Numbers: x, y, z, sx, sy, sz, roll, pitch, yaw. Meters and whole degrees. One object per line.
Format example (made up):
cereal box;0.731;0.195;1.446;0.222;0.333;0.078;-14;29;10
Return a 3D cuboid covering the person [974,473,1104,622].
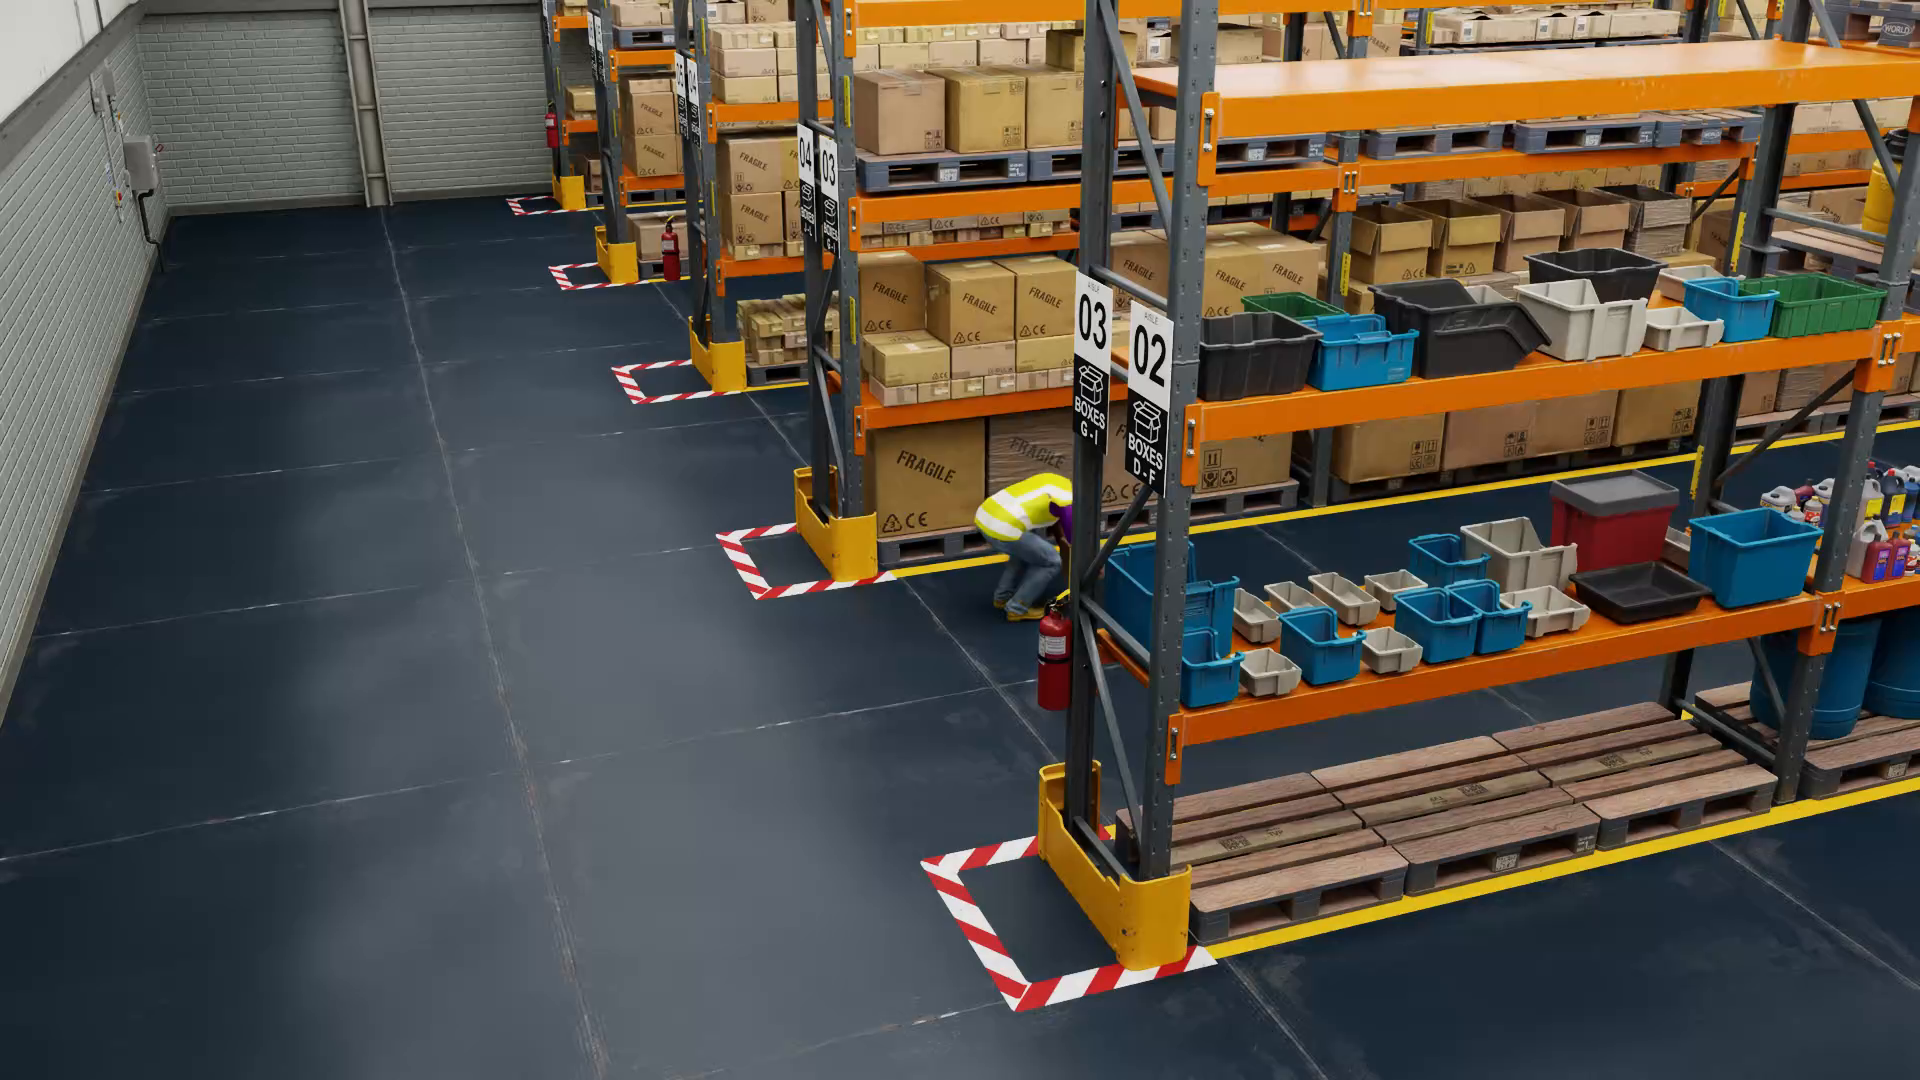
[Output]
person;0.572;0.010;11.771;0.960;1.016;0.523;-9;24;-21
